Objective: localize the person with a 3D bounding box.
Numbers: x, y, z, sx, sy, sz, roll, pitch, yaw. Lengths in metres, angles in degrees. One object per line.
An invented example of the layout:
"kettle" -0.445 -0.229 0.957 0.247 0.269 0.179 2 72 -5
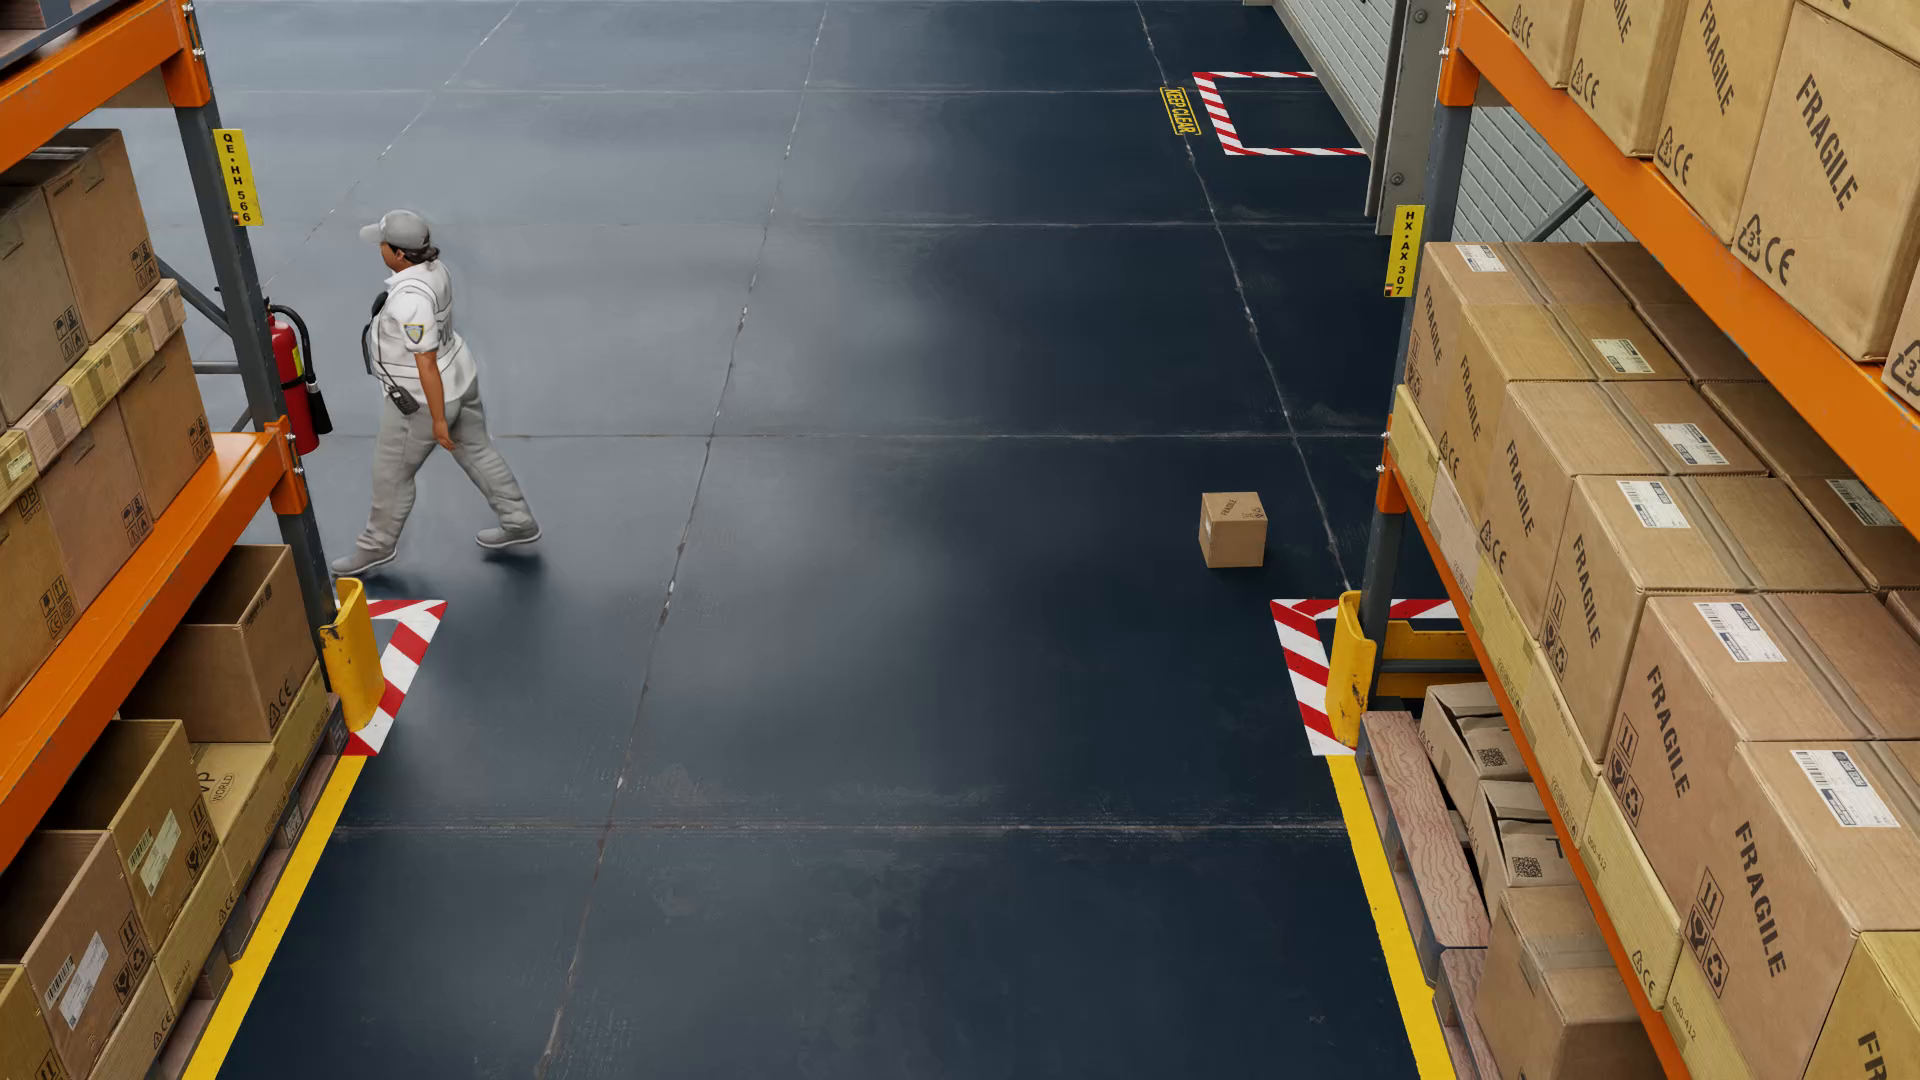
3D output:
"person" -2.365 -0.643 7.163 0.890 1.641 0.511 2 32 3
